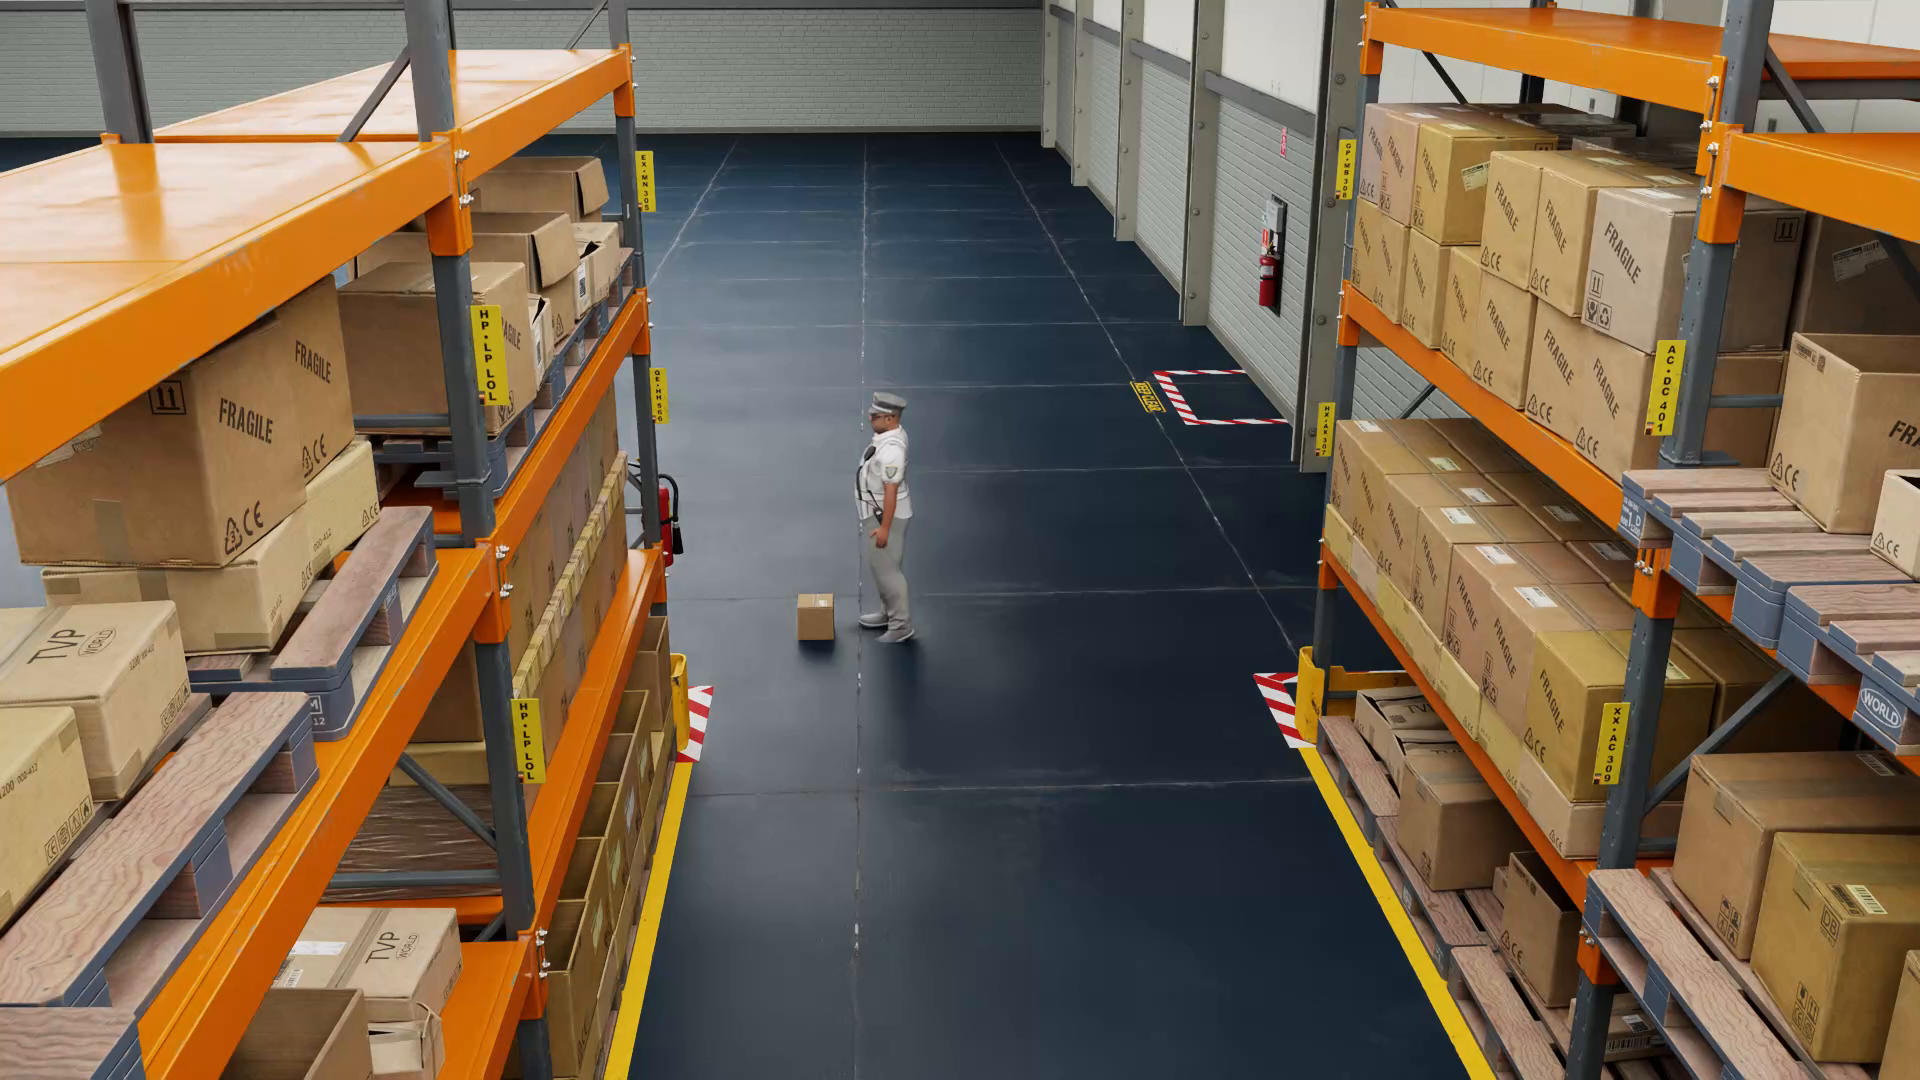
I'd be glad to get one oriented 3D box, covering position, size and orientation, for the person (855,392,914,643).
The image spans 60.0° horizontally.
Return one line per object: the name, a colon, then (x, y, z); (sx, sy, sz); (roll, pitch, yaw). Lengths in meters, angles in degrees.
person: (-0.523, -0.148, 11.524); (0.397, 1.810, 0.527); (-1, 20, -2)
